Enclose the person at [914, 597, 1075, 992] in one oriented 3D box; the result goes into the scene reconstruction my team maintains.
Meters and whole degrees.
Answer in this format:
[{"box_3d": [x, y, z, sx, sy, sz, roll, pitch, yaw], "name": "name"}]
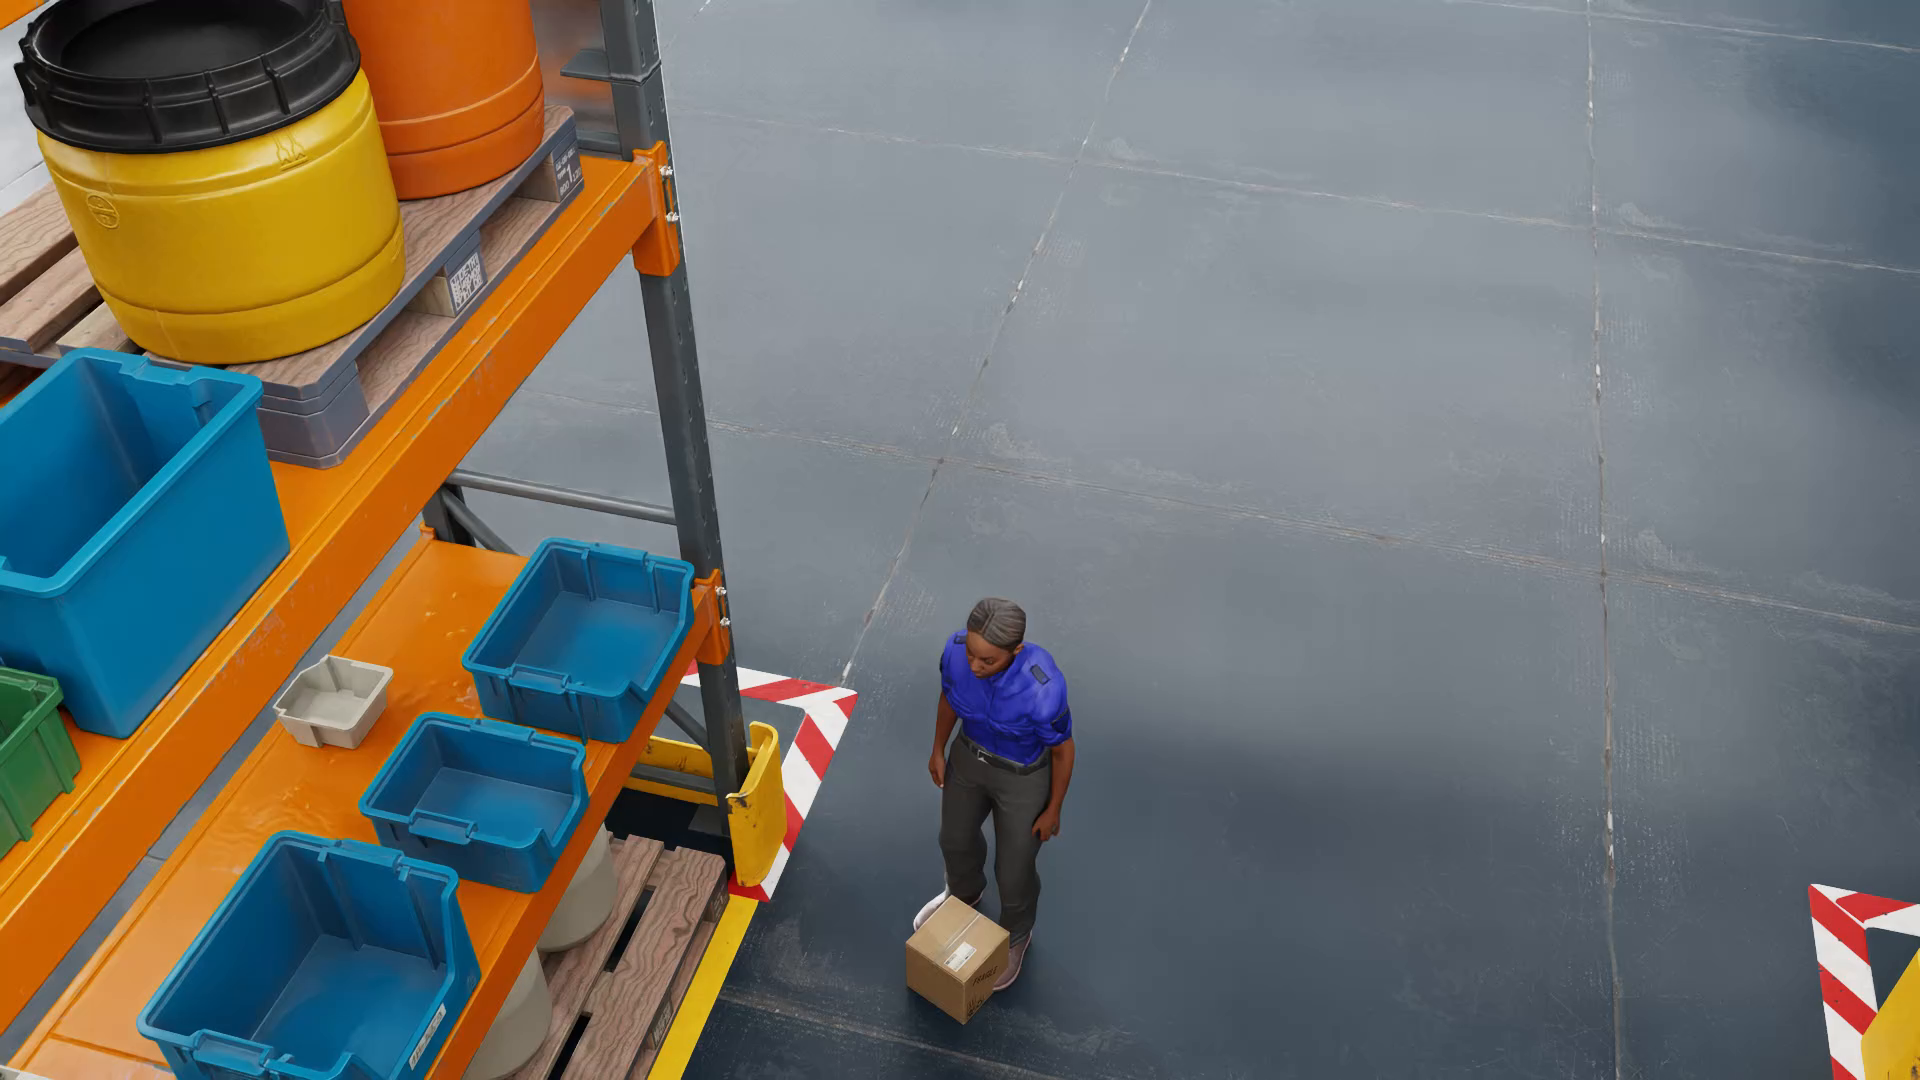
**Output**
[{"box_3d": [0.104, 0.769, 5.286, 0.509, 1.655, 0.391, 24, 47, 25], "name": "person"}]
